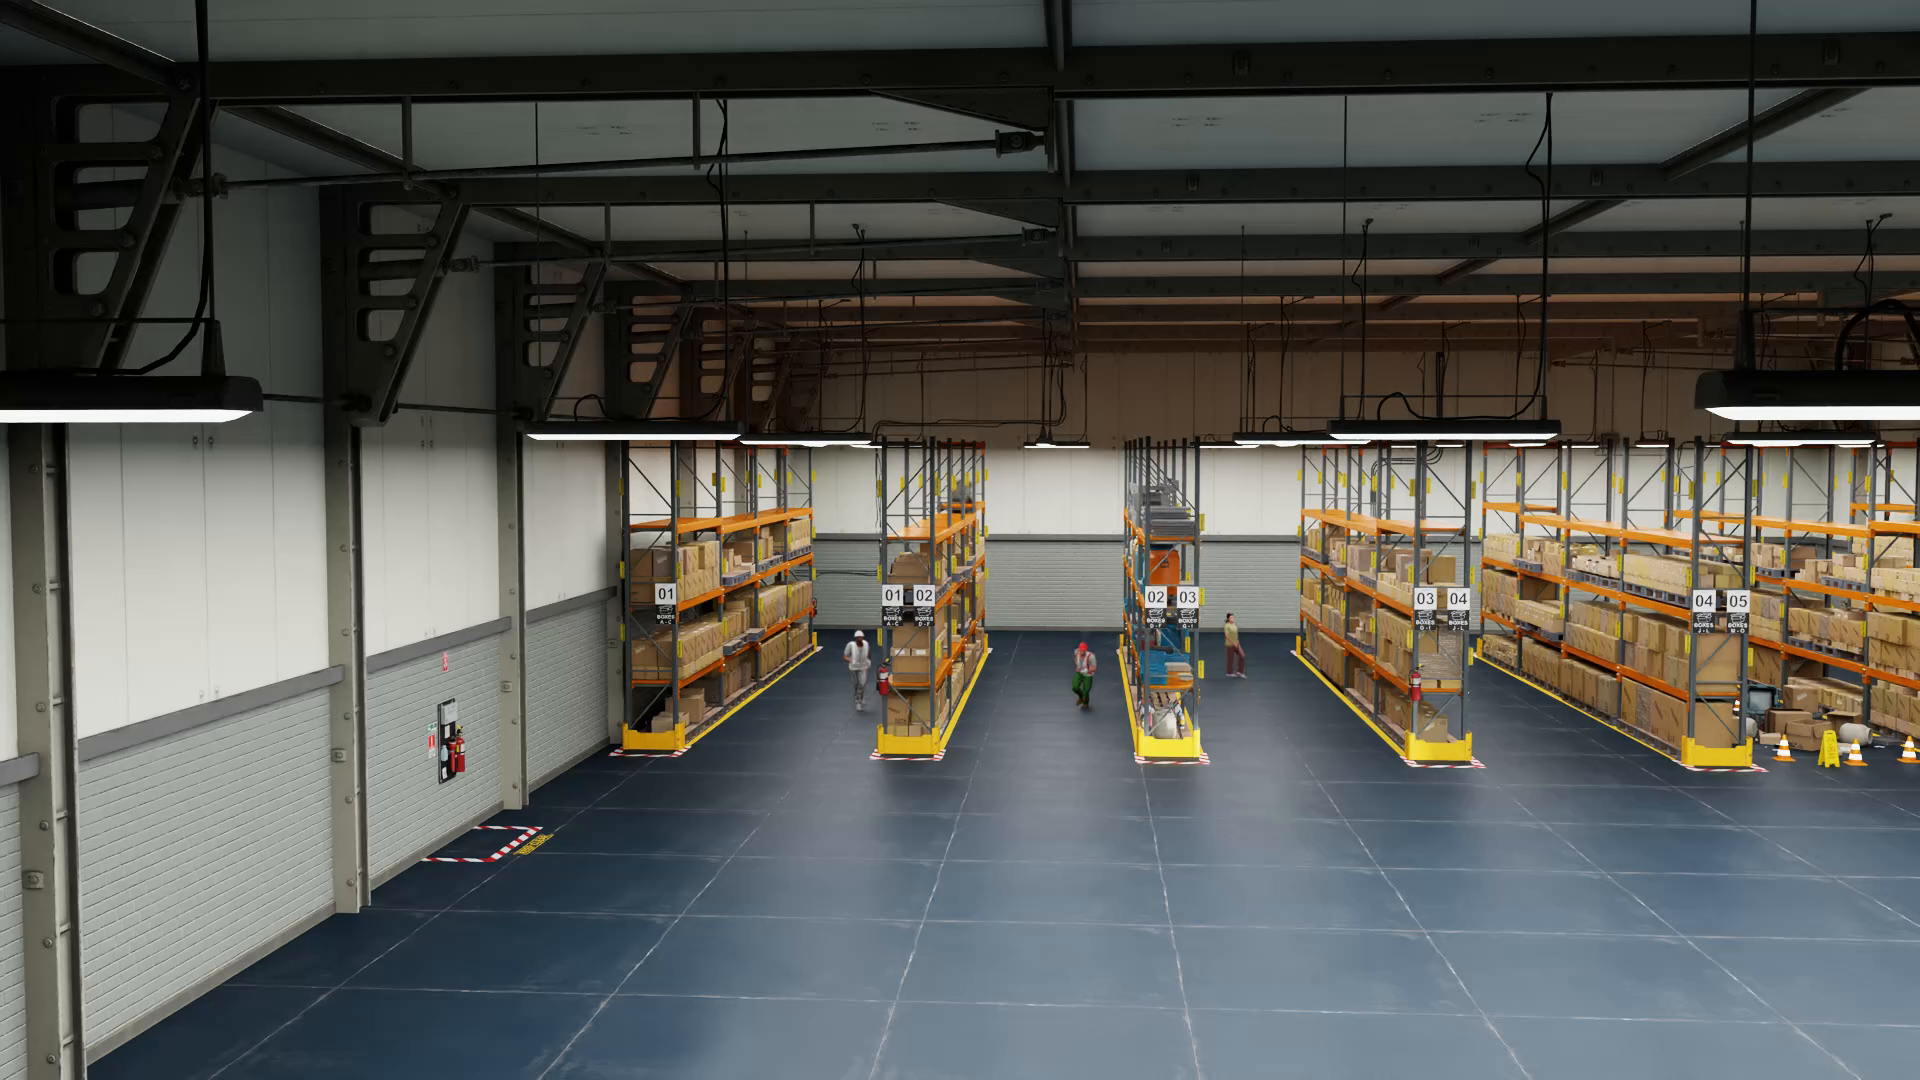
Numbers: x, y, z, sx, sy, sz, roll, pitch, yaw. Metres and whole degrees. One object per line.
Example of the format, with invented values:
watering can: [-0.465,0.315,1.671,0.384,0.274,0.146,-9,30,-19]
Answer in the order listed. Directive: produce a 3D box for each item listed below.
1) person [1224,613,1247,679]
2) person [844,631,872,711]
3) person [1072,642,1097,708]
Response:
person: [6.856,2.652,41.819,0.616,1.672,0.585,-2,4,-33]
person: [-2.276,2.865,36.905,0.642,1.760,0.852,0,3,-7]
person: [2.713,2.982,36.599,0.706,1.532,1.007,1,3,24]
